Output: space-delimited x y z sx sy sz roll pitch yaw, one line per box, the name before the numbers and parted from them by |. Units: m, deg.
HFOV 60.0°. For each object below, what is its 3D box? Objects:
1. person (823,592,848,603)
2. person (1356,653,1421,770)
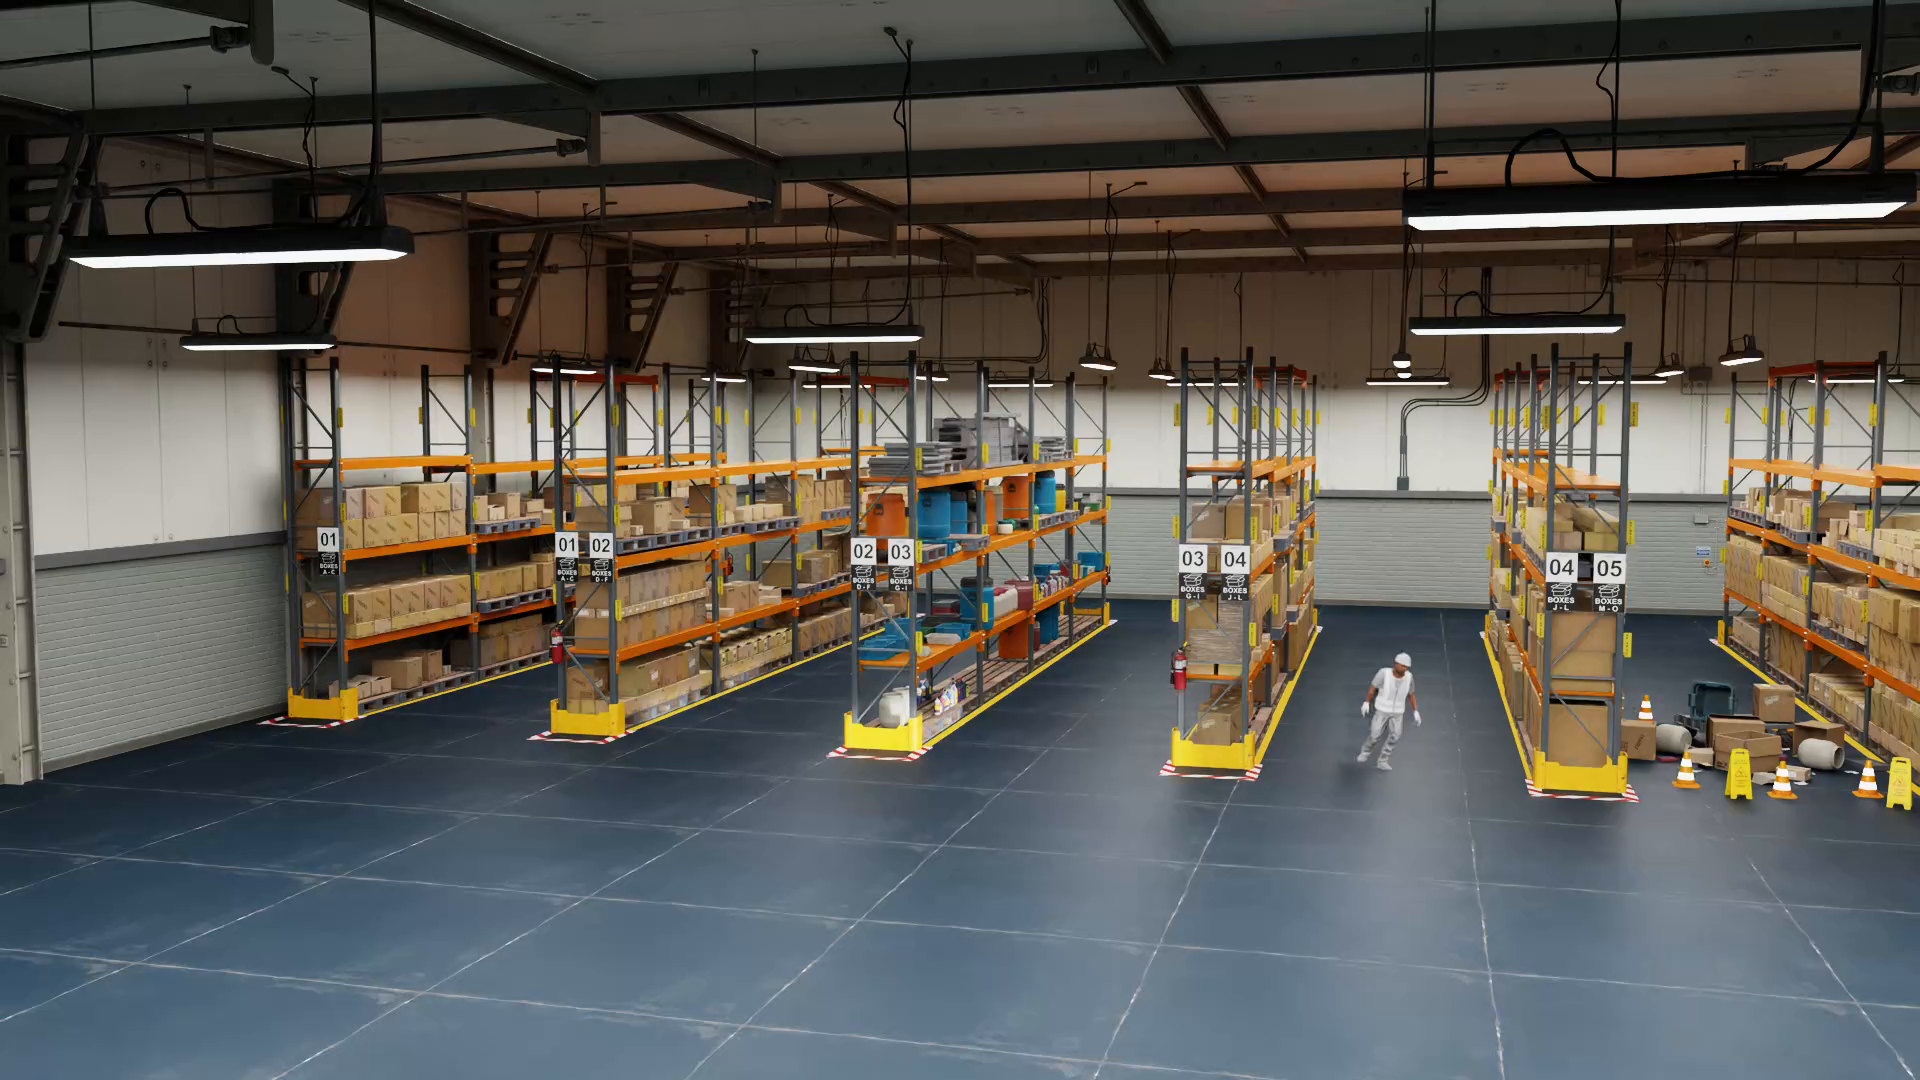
person | -3.193 0.922 43.437 0.865 1.845 0.655 1 4 10
person | 6.072 2.414 23.521 0.807 1.695 0.690 0 4 -5
